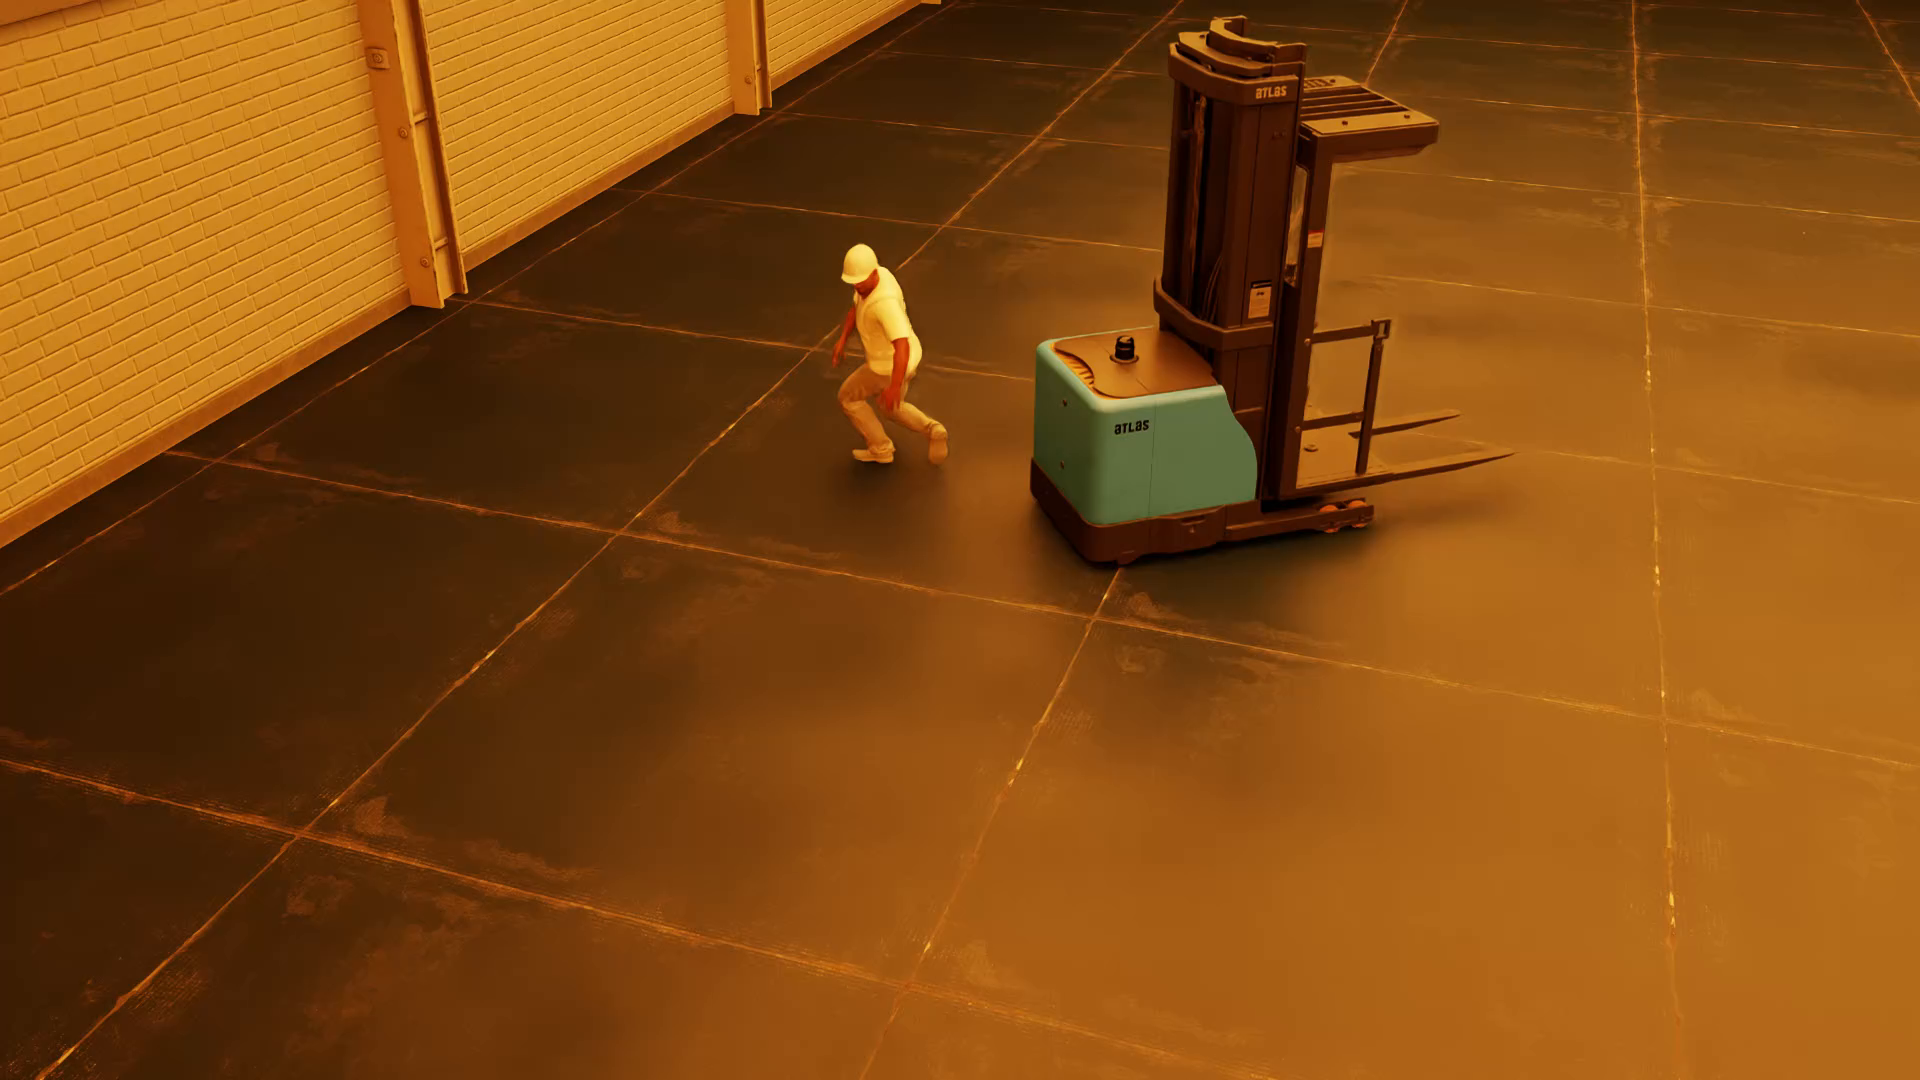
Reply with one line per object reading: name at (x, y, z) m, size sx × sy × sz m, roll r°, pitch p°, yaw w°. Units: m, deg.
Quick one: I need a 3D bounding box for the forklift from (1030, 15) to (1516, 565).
forklift at (2.018, -1.555, 9.865) m, size 3.031 × 2.935 × 1.130 m, roll -10°, pitch 31°, yaw -16°

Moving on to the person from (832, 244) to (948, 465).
person at (-0.483, -1.150, 10.599) m, size 0.833 × 1.542 × 0.680 m, roll 9°, pitch 31°, yaw 15°
